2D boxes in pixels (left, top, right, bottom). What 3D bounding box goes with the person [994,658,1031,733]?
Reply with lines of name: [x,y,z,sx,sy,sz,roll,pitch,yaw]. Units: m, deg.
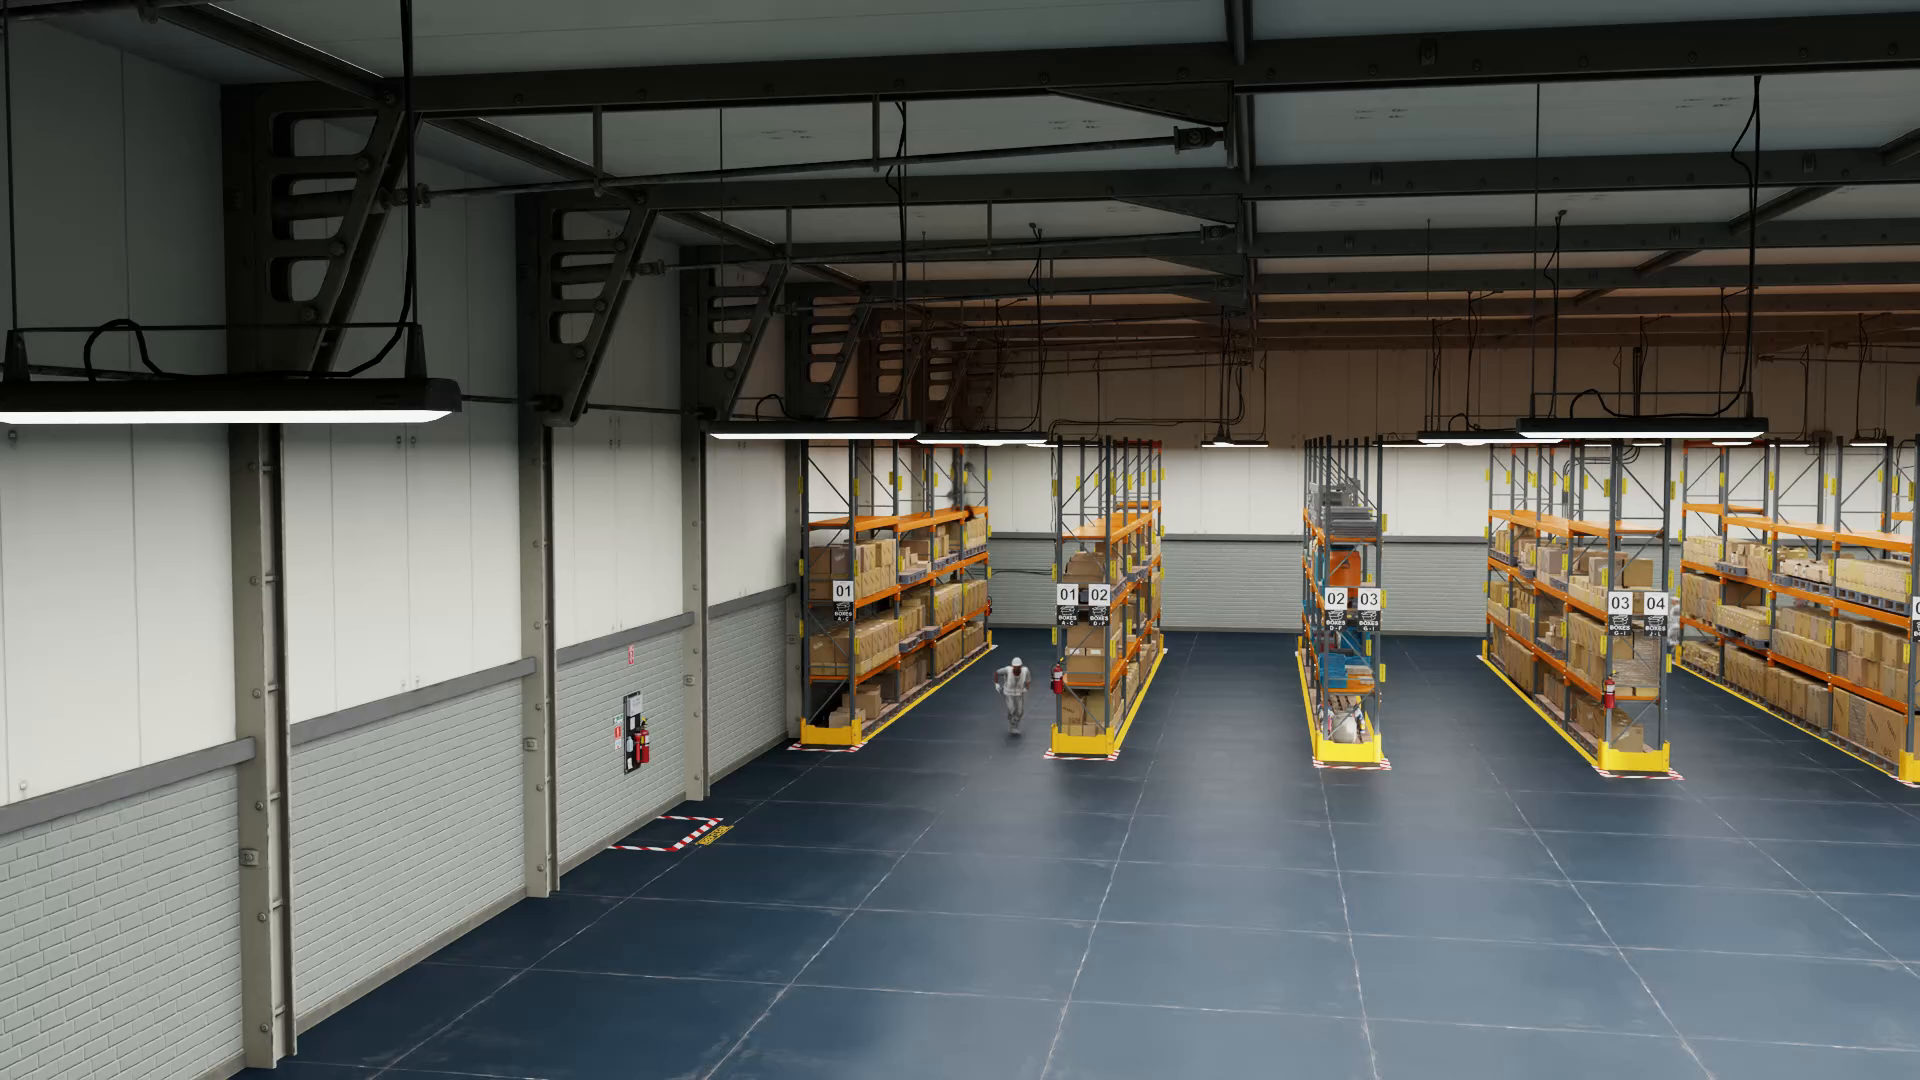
person: [1.058,3.125,33.366,0.715,1.588,0.823,0,3,-8]

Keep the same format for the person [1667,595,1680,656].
person: [19.647,2.372,45.805,0.588,1.721,0.720,1,3,22]

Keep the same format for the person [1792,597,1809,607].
person: [23.601,2.329,46.772,0.671,1.747,0.699,0,3,-8]
